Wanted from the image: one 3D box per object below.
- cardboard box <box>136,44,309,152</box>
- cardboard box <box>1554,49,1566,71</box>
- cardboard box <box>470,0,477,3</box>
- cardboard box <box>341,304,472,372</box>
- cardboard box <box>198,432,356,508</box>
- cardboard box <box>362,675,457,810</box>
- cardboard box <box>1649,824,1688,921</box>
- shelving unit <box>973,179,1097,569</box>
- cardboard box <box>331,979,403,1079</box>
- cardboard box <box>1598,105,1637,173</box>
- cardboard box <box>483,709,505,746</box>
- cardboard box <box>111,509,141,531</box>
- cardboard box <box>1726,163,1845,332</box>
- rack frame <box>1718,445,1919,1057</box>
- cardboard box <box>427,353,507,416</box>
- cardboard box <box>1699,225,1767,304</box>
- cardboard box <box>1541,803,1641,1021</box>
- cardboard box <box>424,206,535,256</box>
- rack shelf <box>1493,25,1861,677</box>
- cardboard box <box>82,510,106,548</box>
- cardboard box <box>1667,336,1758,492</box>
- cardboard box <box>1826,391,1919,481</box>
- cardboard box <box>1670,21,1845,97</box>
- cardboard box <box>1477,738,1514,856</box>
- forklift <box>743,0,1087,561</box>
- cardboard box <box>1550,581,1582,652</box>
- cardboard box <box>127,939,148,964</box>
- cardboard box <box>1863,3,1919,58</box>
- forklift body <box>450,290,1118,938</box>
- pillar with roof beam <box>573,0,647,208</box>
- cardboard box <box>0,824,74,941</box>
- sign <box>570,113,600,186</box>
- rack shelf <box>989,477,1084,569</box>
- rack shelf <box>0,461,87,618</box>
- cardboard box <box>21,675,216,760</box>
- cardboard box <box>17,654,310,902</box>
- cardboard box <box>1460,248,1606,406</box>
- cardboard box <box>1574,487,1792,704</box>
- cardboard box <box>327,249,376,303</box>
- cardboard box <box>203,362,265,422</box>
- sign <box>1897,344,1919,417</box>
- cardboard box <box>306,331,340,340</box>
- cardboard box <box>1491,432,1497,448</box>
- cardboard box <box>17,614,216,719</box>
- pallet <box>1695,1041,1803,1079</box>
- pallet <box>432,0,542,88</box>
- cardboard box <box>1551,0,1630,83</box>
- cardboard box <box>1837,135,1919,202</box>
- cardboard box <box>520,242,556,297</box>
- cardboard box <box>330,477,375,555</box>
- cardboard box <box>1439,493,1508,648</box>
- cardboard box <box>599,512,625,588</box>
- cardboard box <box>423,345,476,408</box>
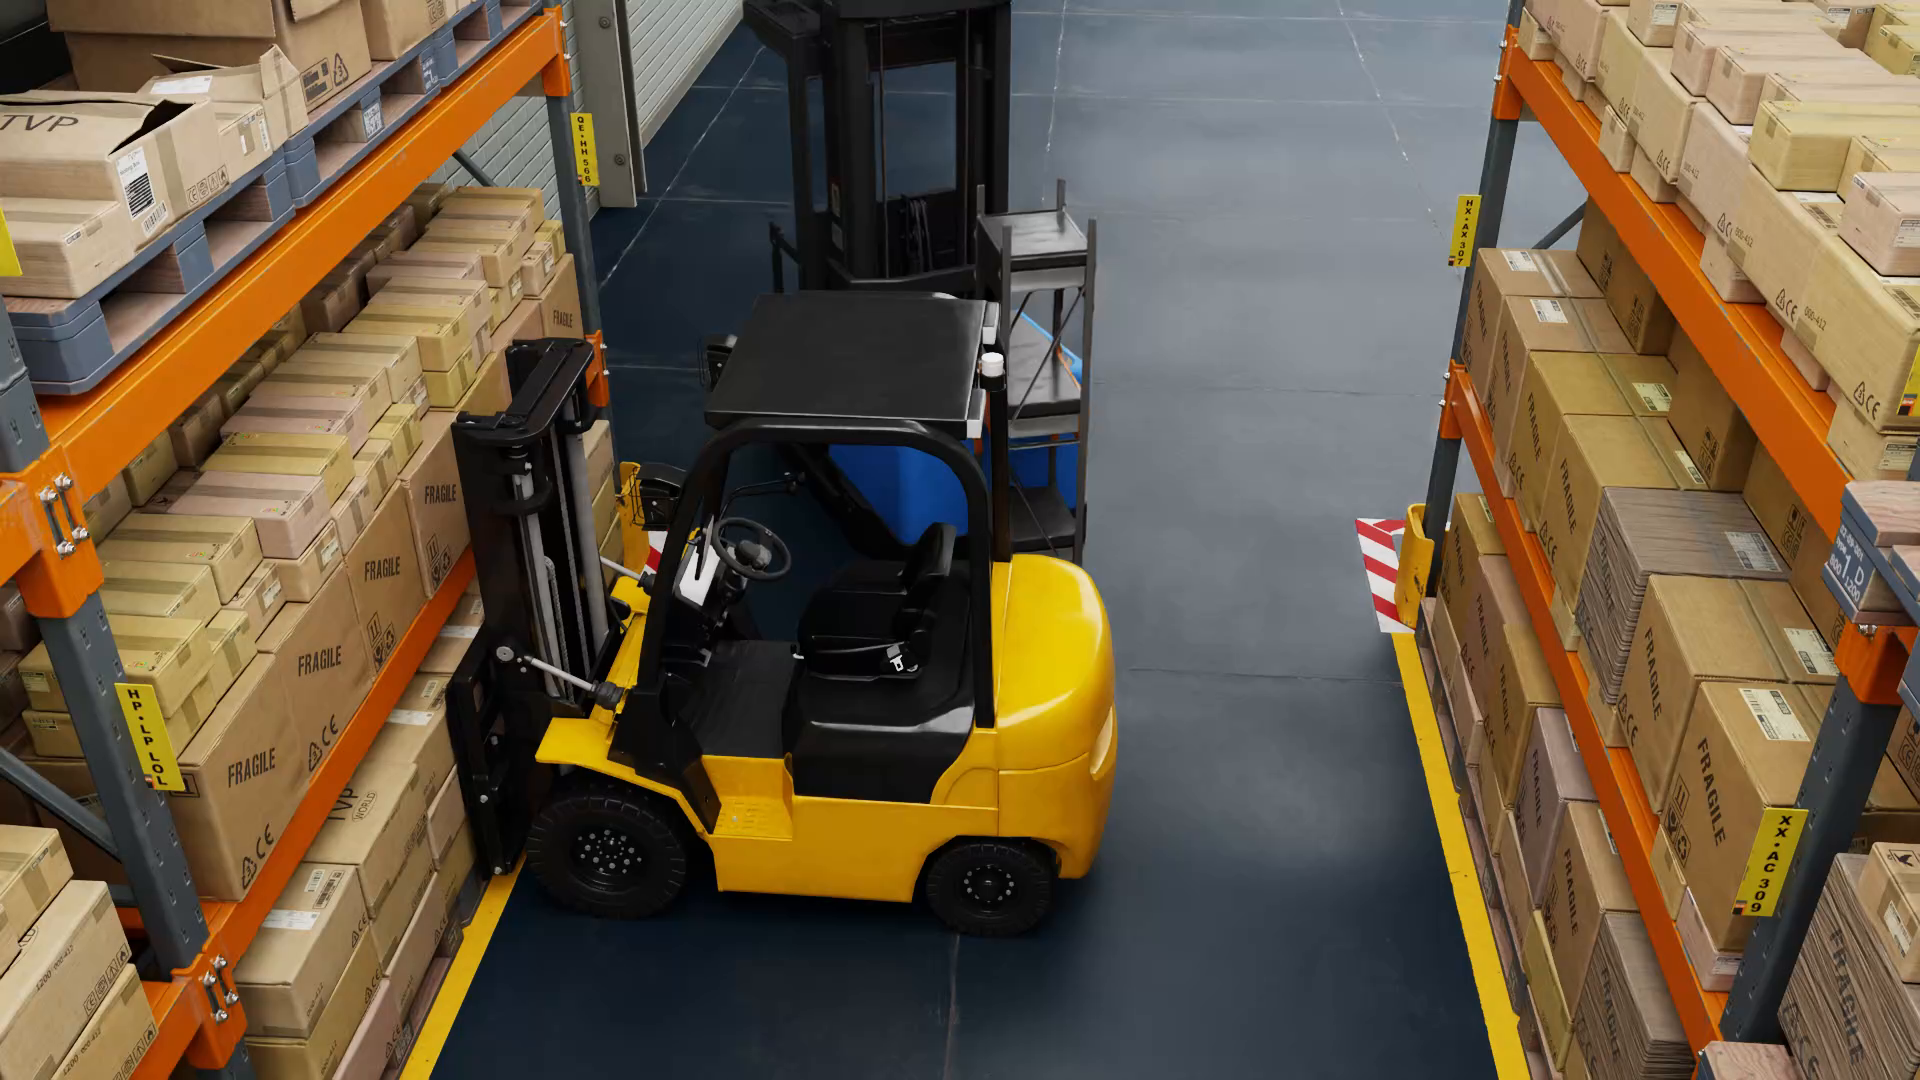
[{"bbox_3d":[-2.105,-1.278,4.738,0.396,0.266,0.258,2,32,3],"label":"cardboard box"},{"bbox_3d":[2.461,-1.824,6.232,0.380,0.149,0.250,1,32,2],"label":"cardboard box"},{"bbox_3d":[-1.968,-2.110,6.200,0.380,0.149,0.250,2,32,3],"label":"cardboard box"},{"bbox_3d":[-2.026,-0.743,6.099,0.380,0.149,0.250,3,32,5],"label":"cardboard box"},{"bbox_3d":[-2.147,-0.214,5.242,0.380,0.149,0.250,2,32,3],"label":"cardboard box"},{"bbox_3d":[-2.096,0.725,5.981,0.500,0.250,0.500,3,32,6],"label":"cardboard box"},{"bbox_3d":[2.154,0.932,4.619,0.380,0.149,0.250,3,32,5],"label":"cardboard box"},{"bbox_3d":[0.321,-0.548,7.638,0.431,2.100,0.503,-7,32,-10],"label":"shelving unit"},{"bbox_3d":[-2.160,1.679,5.386,0.500,0.250,0.500,3,32,4],"label":"cardboard box"},{"bbox_3d":[2.292,-1.290,5.364,0.380,0.149,0.250,3,32,5],"label":"cardboard box"},{"bbox_3d":[-2.048,0.676,6.538,0.500,0.250,0.500,2,32,4],"label":"cardboard box"},{"bbox_3d":[-2.760,0.021,5.143,0.380,0.149,0.250,3,32,4],"label":"cardboard box"},{"bbox_3d":[2.226,-0.710,4.043,0.500,0.250,0.500,2,32,3],"label":"cardboard box"},{"bbox_3d":[2.419,1.136,4.047,1.000,3.000,0.127,2,32,4],"label":"rack frame"},{"bbox_3d":[-2.074,-0.400,6.445,0.500,0.500,0.500,2,32,3],"label":"cardboard box"},{"bbox_3d":[2.238,-0.749,4.487,0.380,0.149,0.250,3,32,5],"label":"cardboard box"},{"bbox_3d":[2.239,1.222,5.414,0.500,0.500,0.500,3,32,5],"label":"cardboard box"},{"bbox_3d":[-2.011,-1.284,6.977,0.380,0.149,0.250,3,32,4],"label":"cardboard box"},{"bbox_3d":[2.581,-0.880,5.146,1.077,0.370,4.000,2,32,4],"label":"rack shelf"},{"bbox_3d":[-2.734,0.033,4.841,0.380,0.149,0.250,2,32,4],"label":"cardboard box"},{"bbox_3d":[2.754,-0.483,5.343,0.700,0.500,0.500,2,32,4],"label":"cardboard box"},{"bbox_3d":[2.140,-0.212,3.615,0.380,0.149,0.250,3,32,4],"label":"cardboard box"},{"bbox_3d":[2.258,-1.363,4.723,0.380,0.149,0.250,3,32,5],"label":"cardboard box"},{"bbox_3d":[2.322,0.999,6.490,0.500,0.250,0.500,5,32,7],"label":"cardboard box"},{"bbox_3d":[-0.431,-1.769,8.827,1.130,2.935,3.031,-14,34,-21],"label":"forklift"},{"bbox_3d":[2.256,0.262,5.705,0.380,0.149,0.250,3,32,4],"label":"cardboard box"},{"bbox_3d":[-2.682,1.227,5.168,0.500,0.250,0.500,3,32,5],"label":"cardboard box"},{"bbox_3d":[2.920,-1.472,4.900,0.380,0.149,0.250,3,32,5],"label":"cardboard box"},{"bbox_3d":[-0.539,0.266,6.269,2.313,2.155,1.214,2,32,4],"label":"forklift body"},{"bbox_3d":[1.621,-6.347,10.472,9.100,9.000,0.400,2,32,4],"label":"pillar with roof beam"},{"bbox_3d":[-2.335,0.796,3.886,0.380,0.149,0.250,4,32,6],"label":"cardboard box"},{"bbox_3d":[-1.664,-1.729,7.366,0.100,0.325,0.005,2,32,4],"label":"sign"},{"bbox_3d":[0.321,0.059,8.012,0.431,0.518,0.480,-7,32,-10],"label":"rack shelf"},{"bbox_3d":[-2.692,1.001,2.092,1.077,0.370,4.000,2,32,4],"label":"rack shelf"},{"bbox_3d":[-2.241,0.452,4.443,0.380,0.149,0.250,2,32,3],"label":"cardboard box"},{"bbox_3d":[-2.233,0.663,4.720,0.500,0.500,0.500,2,32,3],"label":"cardboard box"},{"bbox_3d":[2.429,-0.889,6.954,0.500,0.500,0.500,2,32,3],"label":"cardboard box"},{"bbox_3d":[2.280,0.183,5.215,0.500,0.500,0.500,3,32,5],"label":"cardboard box"},{"bbox_3d":[-2.541,-1.041,6.583,0.380,0.149,0.250,3,32,4],"label":"cardboard box"},{"bbox_3d":[-2.616,-0.498,5.702,0.380,0.149,0.250,3,32,5],"label":"cardboard box"},{"bbox_3d":[1.877,-0.380,3.155,0.100,0.325,0.005,2,32,4],"label":"sign"},{"bbox_3d":[-2.646,-0.789,6.458,0.380,0.149,0.250,3,32,4],"label":"cardboard box"},{"bbox_3d":[2.401,-0.412,6.798,0.380,0.149,0.250,1,32,2],"label":"cardboard box"},{"bbox_3d":[-2.207,0.327,4.363,0.380,0.149,0.250,3,32,5],"label":"cardboard box"},{"bbox_3d":[2.211,1.612,3.459,1.003,0.211,1.213,2,32,4],"label":"pallet"},{"bbox_3d":[-2.287,-2.036,6.420,1.003,0.211,1.213,2,32,4],"label":"pallet"},{"bbox_3d":[2.387,-1.780,5.780,0.500,0.250,0.500,2,32,3],"label":"cardboard box"},{"bbox_3d":[2.282,-0.820,3.841,0.380,0.149,0.250,3,32,5],"label":"cardboard box"},{"bbox_3d":[-1.943,-1.156,7.053,0.380,0.149,0.250,3,32,5],"label":"cardboard box"},{"bbox_3d":[-2.111,-0.084,5.313,0.380,0.149,0.250,2,32,3],"label":"cardboard box"},{"bbox_3d":[2.402,0.140,7.170,0.500,0.500,0.500,1,32,2],"label":"cardboard box"},{"bbox_3d":[-1.927,0.086,7.972,0.500,0.250,0.500,3,32,4],"label":"cardboard box"},{"bbox_3d":[-2.032,-0.619,6.182,0.380,0.149,0.250,3,32,4],"label":"cardboard box"}]
